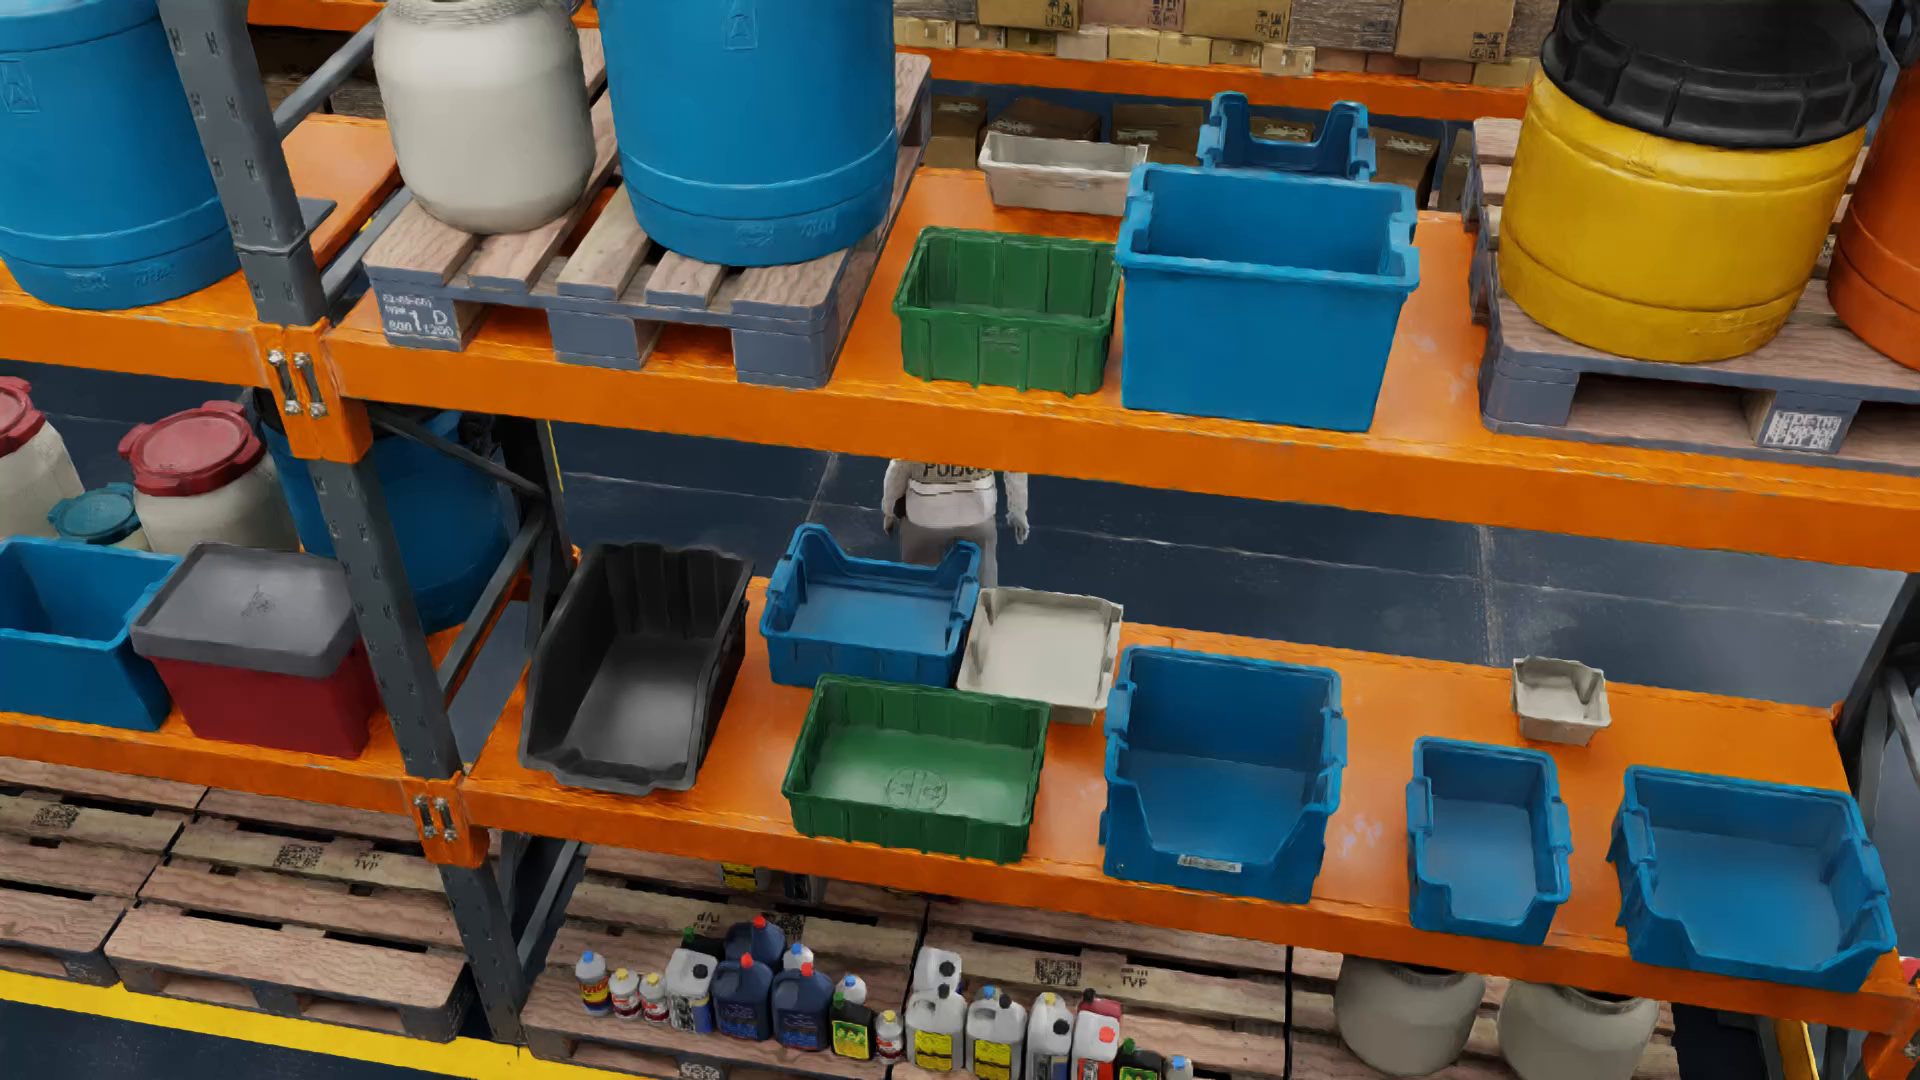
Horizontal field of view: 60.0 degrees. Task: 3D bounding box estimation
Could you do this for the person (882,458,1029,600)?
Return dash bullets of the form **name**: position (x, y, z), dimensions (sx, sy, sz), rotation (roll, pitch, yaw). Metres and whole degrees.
- **person**: position (-0.030, -0.136, 6.270), dimensions (0.545, 1.685, 0.474), rotation (-9, 42, -10)
